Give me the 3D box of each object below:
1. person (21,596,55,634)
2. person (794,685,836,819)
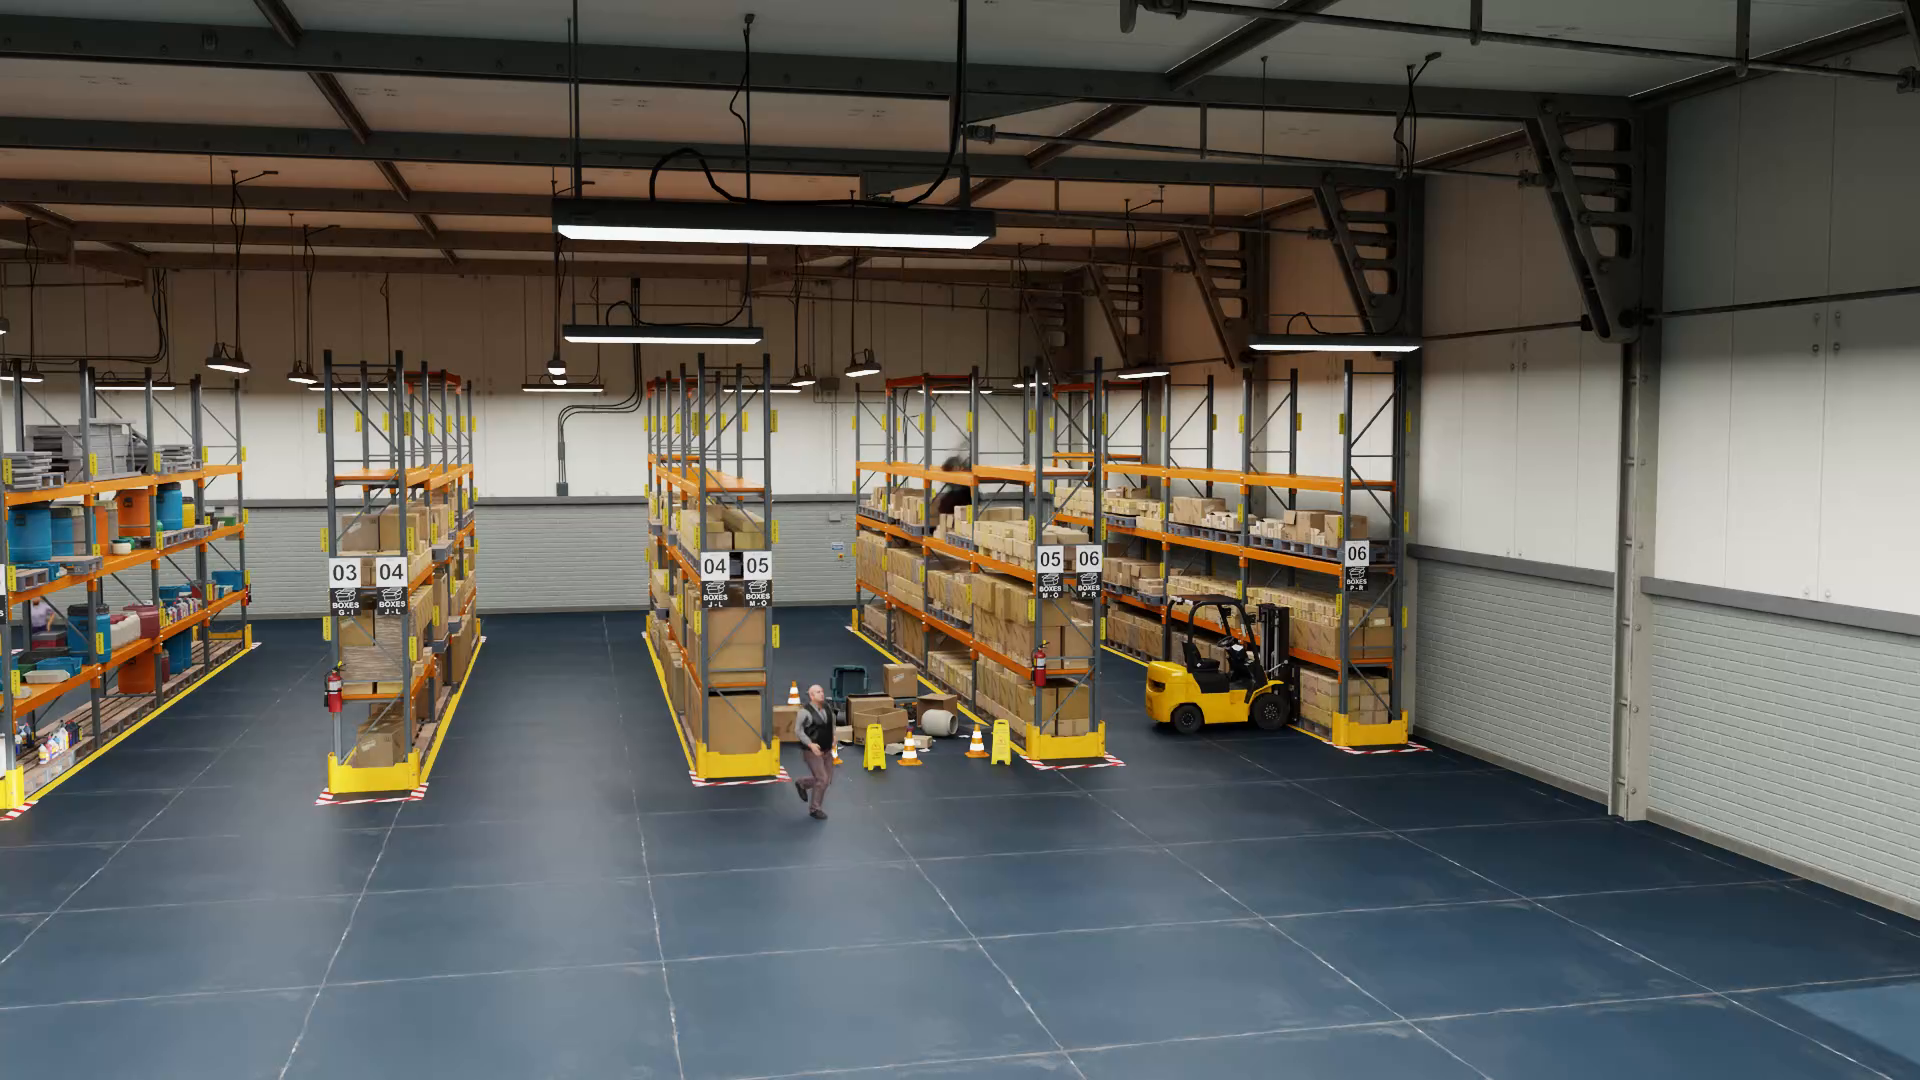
[{"bbox_3d":[-18.428,1.885,33.223,0.583,1.681,0.660,-2,4,-23],"label":"person"},{"bbox_3d":[-1.891,2.686,21.281,0.651,1.706,0.668,3,5,39],"label":"person"}]
